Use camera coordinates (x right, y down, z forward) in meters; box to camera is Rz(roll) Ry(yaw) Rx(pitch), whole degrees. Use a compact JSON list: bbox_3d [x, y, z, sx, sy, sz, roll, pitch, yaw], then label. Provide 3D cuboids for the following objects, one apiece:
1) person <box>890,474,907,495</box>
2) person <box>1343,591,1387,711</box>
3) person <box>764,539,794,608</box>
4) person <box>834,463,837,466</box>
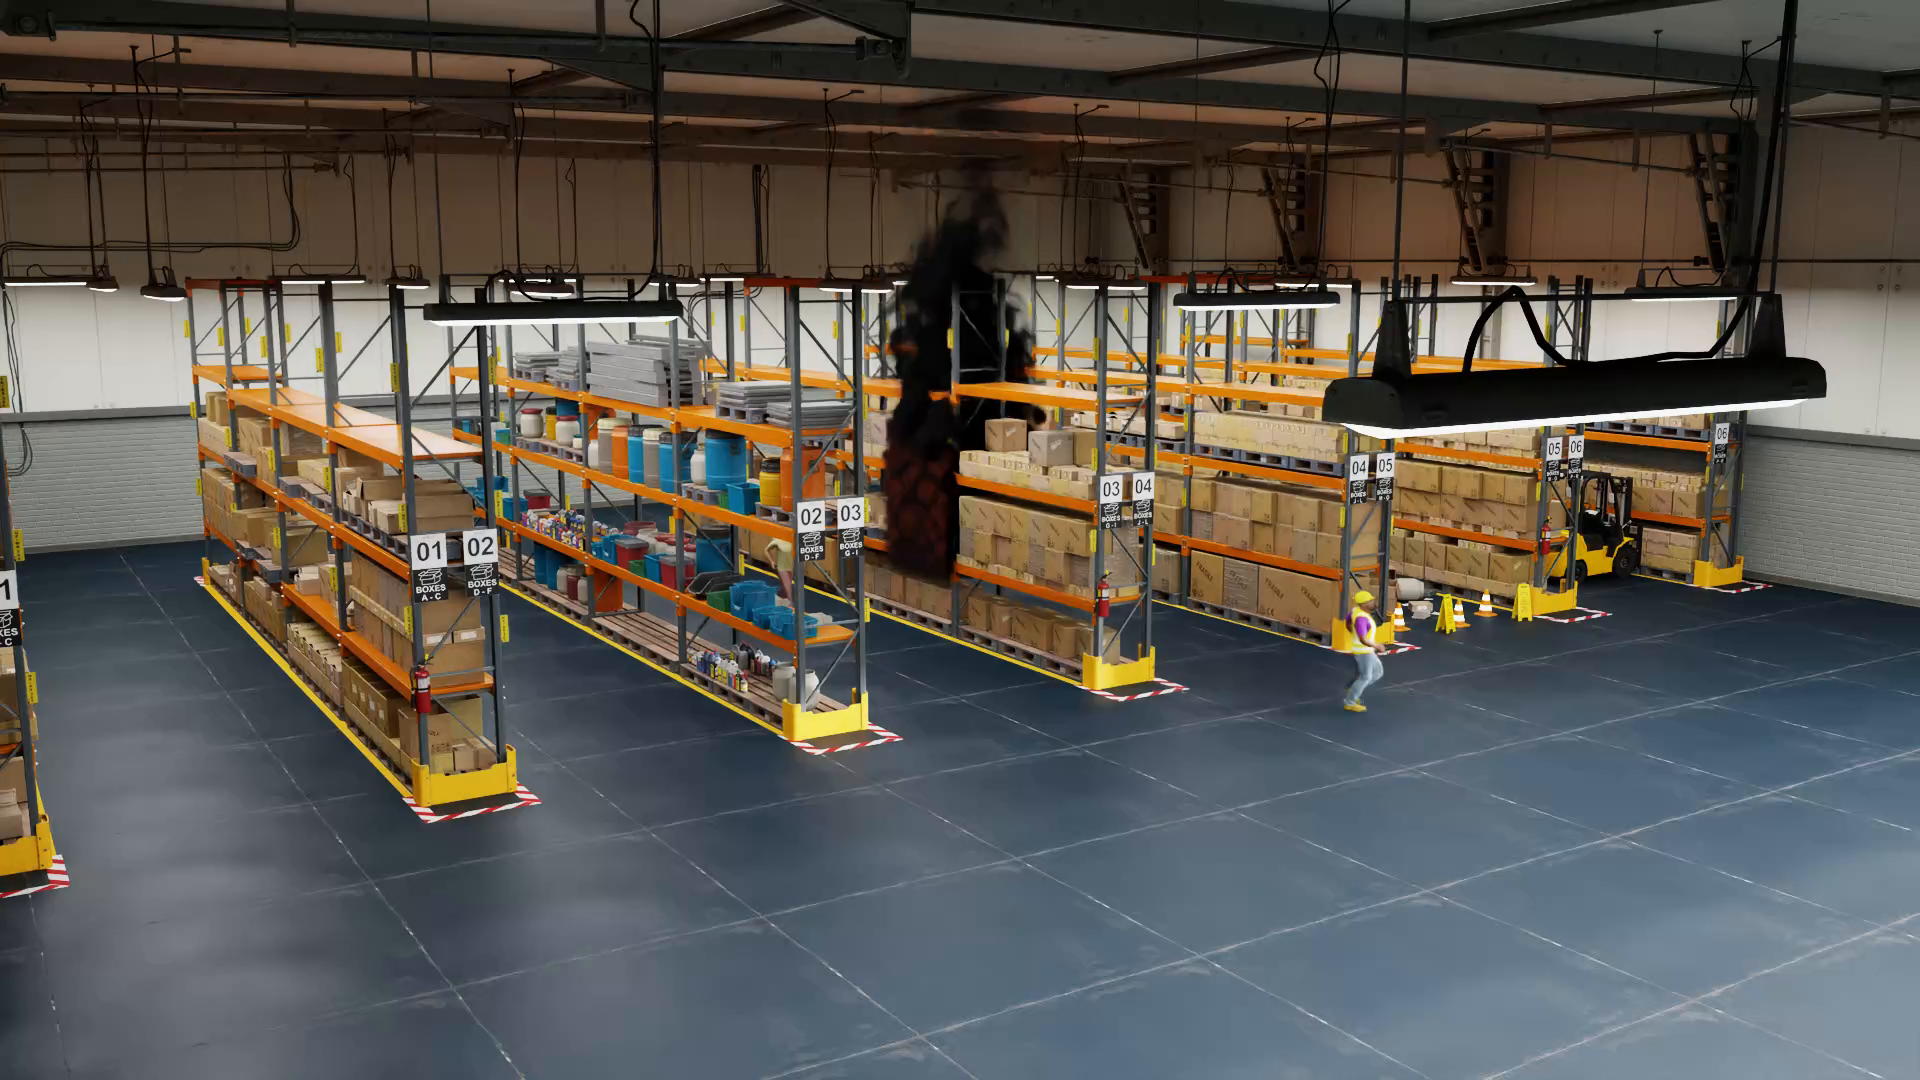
[{"bbox_3d":[-1.359,-0.649,36.893,0.575,1.660,0.553,-7,12,-36],"label":"person"},{"bbox_3d":[5.737,1.560,23.530,0.566,1.721,0.712,1,10,8],"label":"person"},{"bbox_3d":[-3.116,0.541,29.608,0.570,1.665,0.960,-8,13,-41],"label":"person"},{"bbox_3d":[-2.974,-1.004,39.189,0.597,1.589,0.543,-3,10,-16],"label":"person"}]
